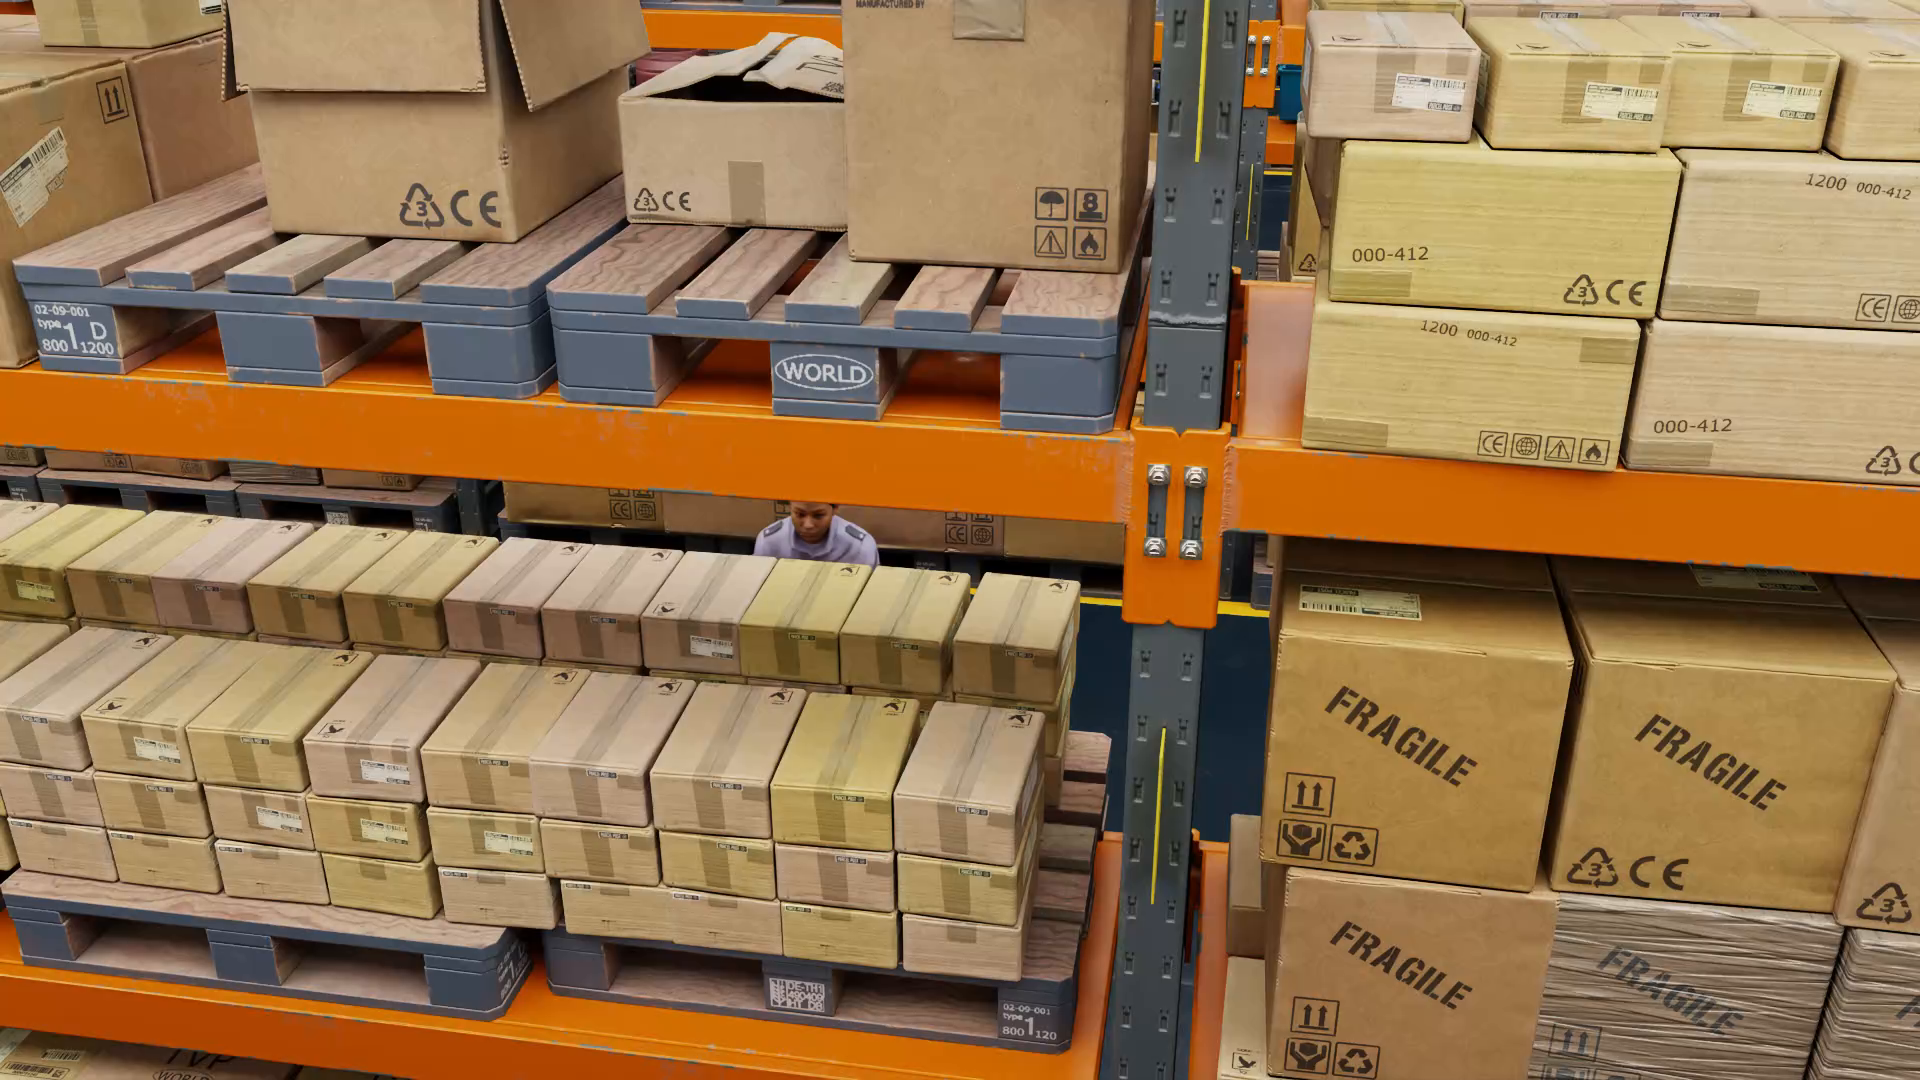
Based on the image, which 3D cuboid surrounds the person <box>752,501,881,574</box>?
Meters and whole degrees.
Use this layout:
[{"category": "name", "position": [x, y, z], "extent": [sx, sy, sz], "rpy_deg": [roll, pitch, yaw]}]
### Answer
[{"category": "person", "position": [-0.534, 0.477, 6.099], "extent": [0.553, 1.650, 0.374], "rpy_deg": [3, 25, 6]}]
